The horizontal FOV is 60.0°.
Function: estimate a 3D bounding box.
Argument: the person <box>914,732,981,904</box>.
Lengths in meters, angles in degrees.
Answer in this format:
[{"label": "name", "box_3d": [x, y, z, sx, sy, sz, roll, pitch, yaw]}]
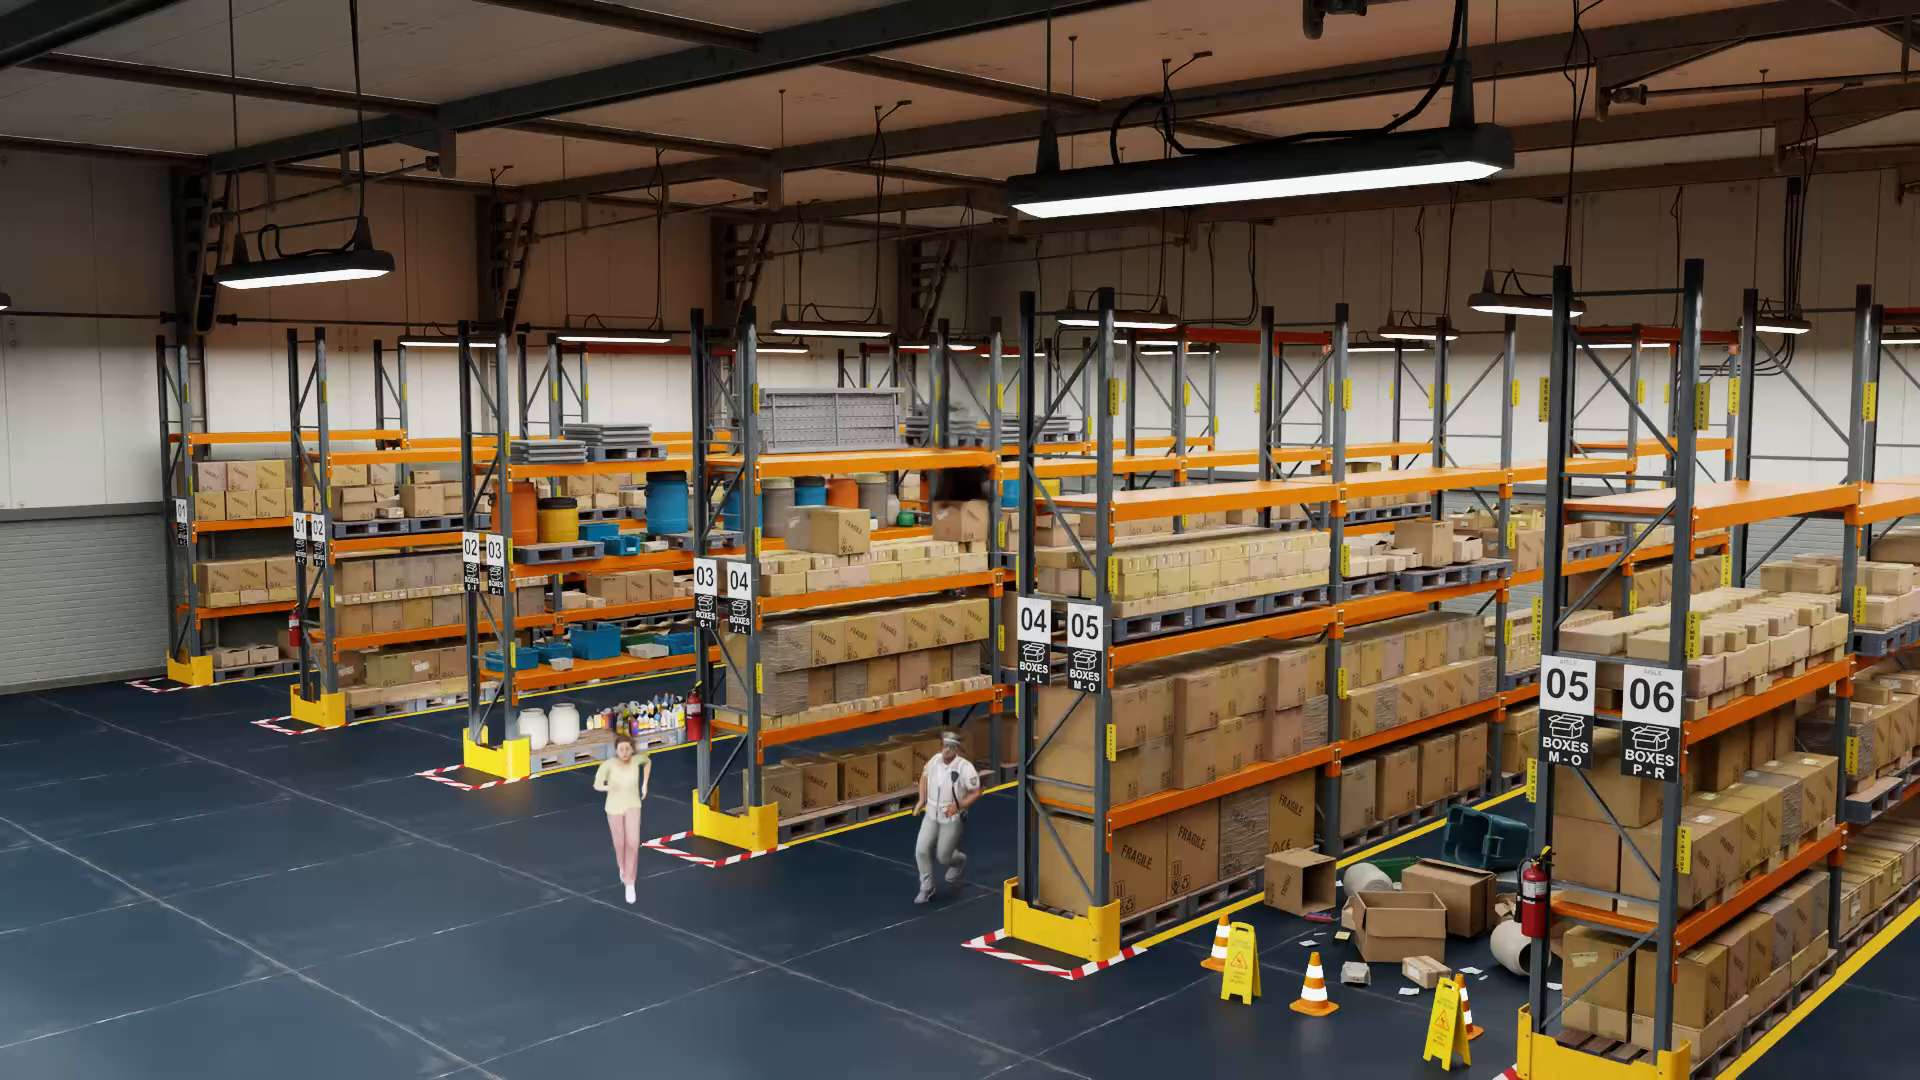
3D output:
[{"label": "person", "box_3d": [-0.113, 2.773, 16.705, 0.710, 1.779, 0.693, 3, 6, 28]}]

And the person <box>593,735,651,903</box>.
[{"label": "person", "box_3d": [-3.429, 2.768, 16.927, 0.574, 1.667, 0.914, -1, 5, -11]}]
